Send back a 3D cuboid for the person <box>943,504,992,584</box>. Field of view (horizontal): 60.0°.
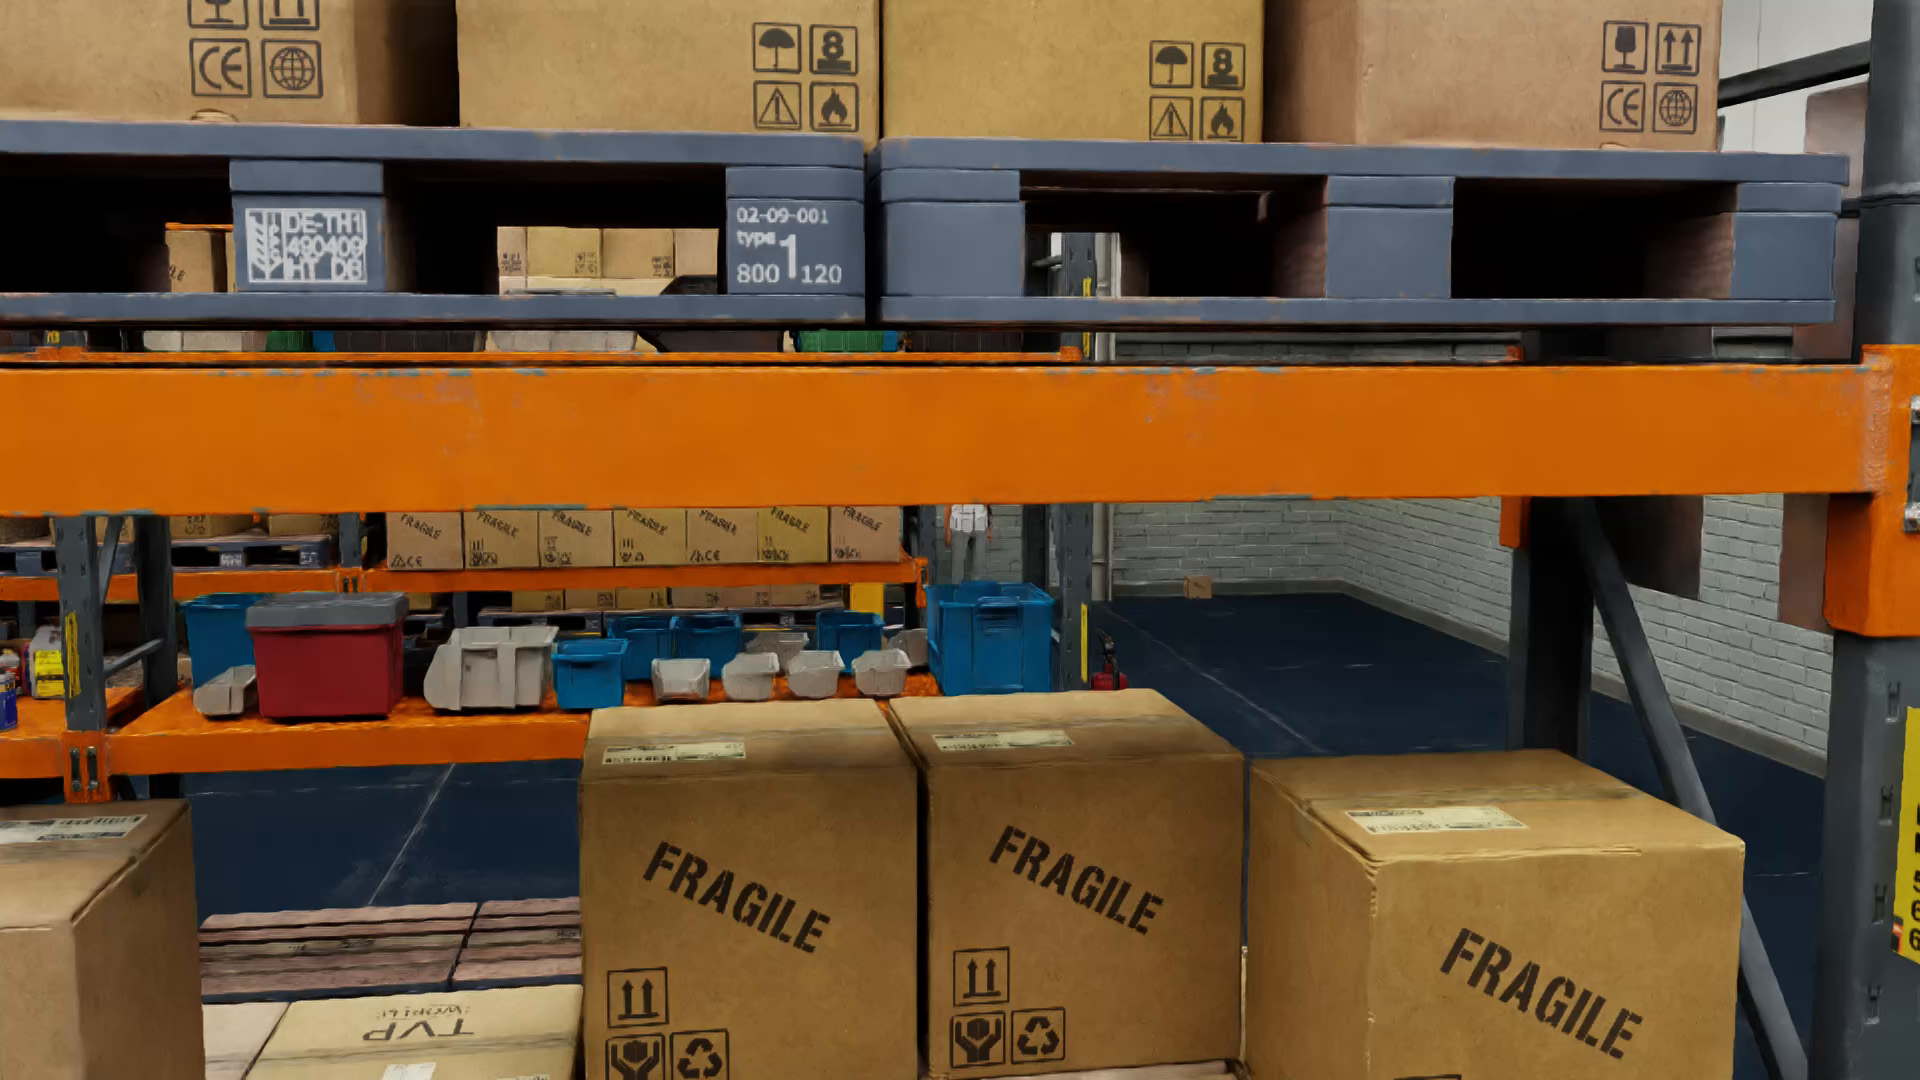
[{"bbox_3d":[0.066,-0.079,17.828,0.564,1.675,0.386,-2,7,-18],"label":"person"}]
